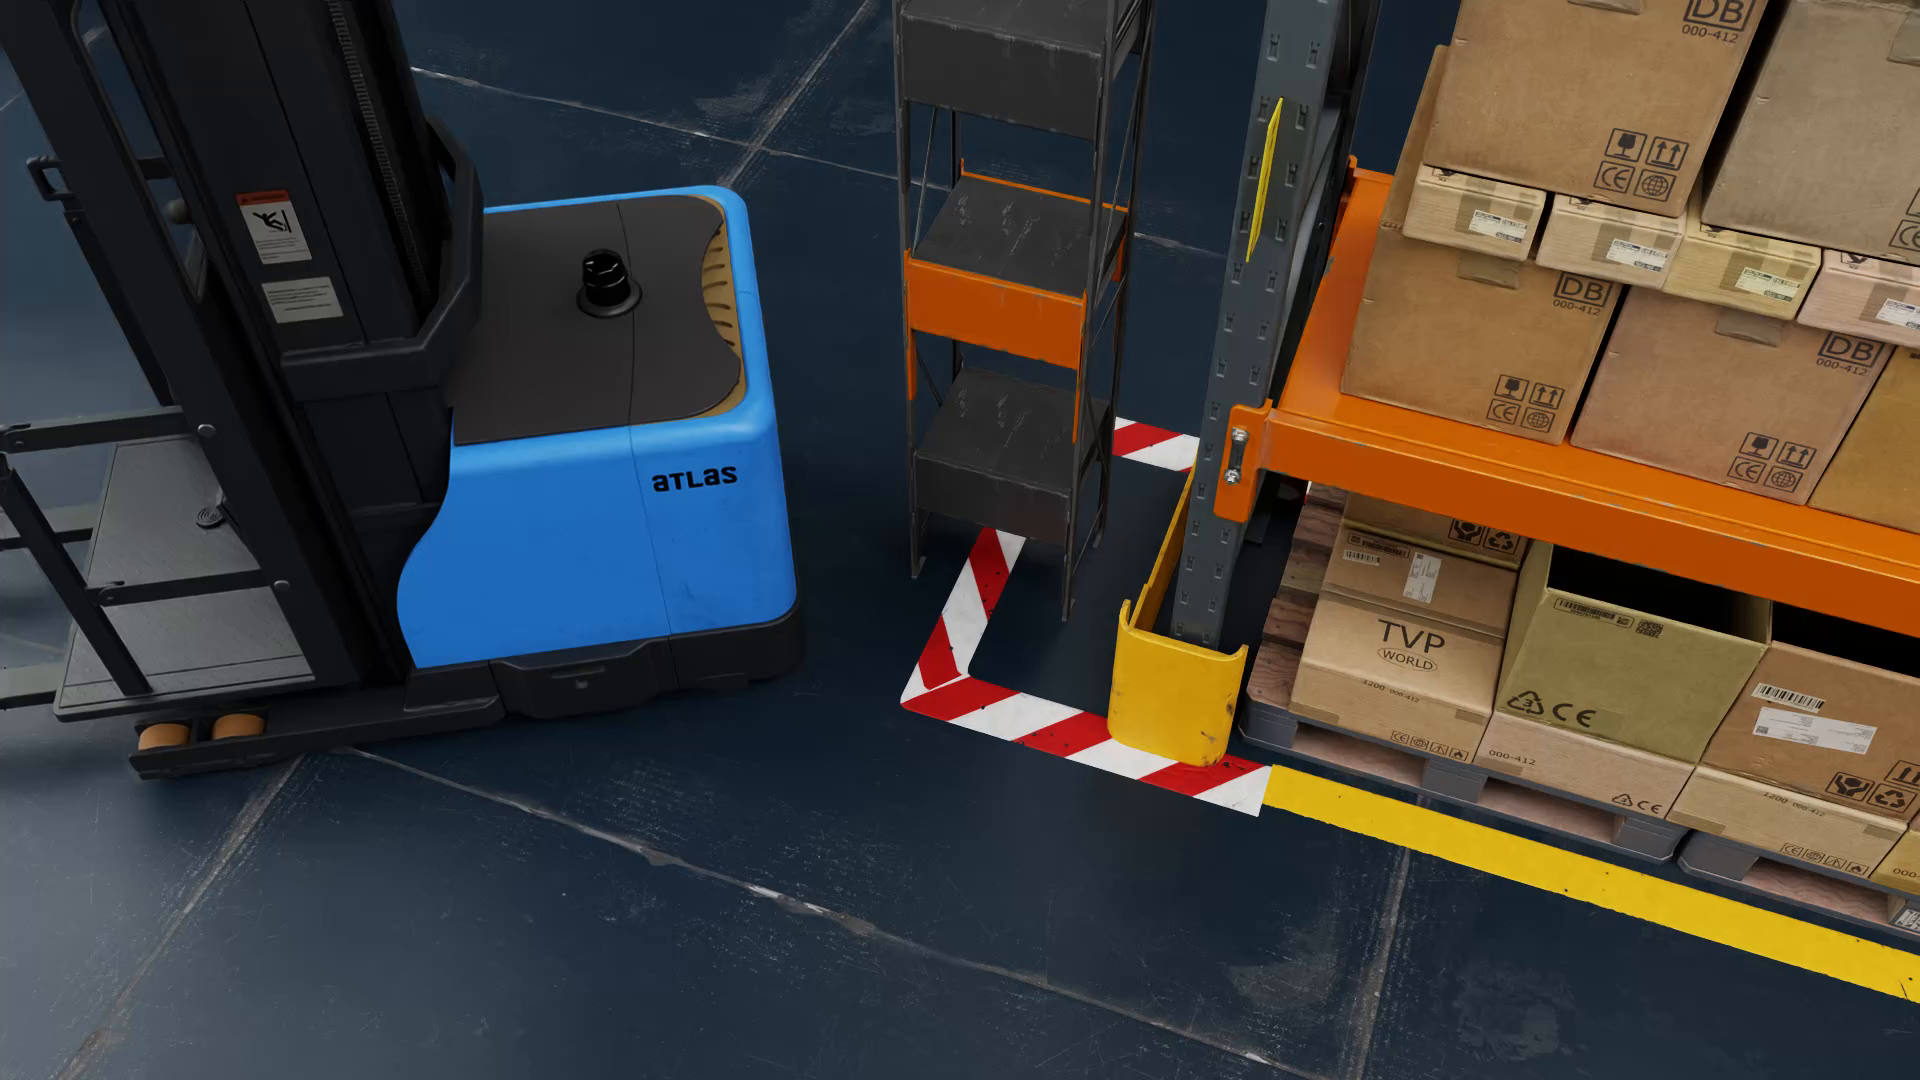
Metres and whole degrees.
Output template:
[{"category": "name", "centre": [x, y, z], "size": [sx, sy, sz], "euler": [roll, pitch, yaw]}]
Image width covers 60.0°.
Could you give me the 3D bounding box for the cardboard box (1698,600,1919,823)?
[{"category": "cardboard box", "centre": [2.160, 0.287, 4.062], "size": [0.500, 0.500, 0.500], "euler": [16, 51, 13]}]

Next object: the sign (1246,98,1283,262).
[{"category": "sign", "centre": [0.593, -0.698, 3.245], "size": [0.005, 0.325, 0.100], "euler": [16, 51, 13]}]

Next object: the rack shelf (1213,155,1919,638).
[{"category": "rack shelf", "centre": [2.667, -0.021, 3.759], "size": [4.000, 0.370, 1.077], "euler": [16, 51, 13]}]

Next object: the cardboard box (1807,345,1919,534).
[{"category": "cardboard box", "centre": [2.182, -0.413, 3.557], "size": [0.500, 0.500, 0.700], "euler": [16, 51, 13]}]

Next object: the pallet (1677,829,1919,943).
[{"category": "pallet", "centre": [2.663, 0.624, 4.569], "size": [1.213, 0.211, 1.003], "euler": [16, 51, 13]}]

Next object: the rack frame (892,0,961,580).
[{"category": "rack frame", "centre": [-0.074, -0.708, 4.474], "size": [0.015, 2.100, 0.400], "euler": [16, 51, 13]}]

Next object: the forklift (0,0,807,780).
[{"category": "forklift", "centre": [-2.015, -0.727, 3.941], "size": [3.031, 2.935, 1.130], "euler": [-7, 49, -6]}]

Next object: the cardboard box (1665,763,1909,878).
[{"category": "cardboard box", "centre": [2.156, 0.541, 4.338], "size": [0.500, 0.250, 0.500], "euler": [16, 51, 13]}]

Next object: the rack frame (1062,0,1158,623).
[{"category": "rack frame", "centre": [0.384, -0.580, 4.364], "size": [0.015, 2.100, 0.400], "euler": [16, 51, 13]}]

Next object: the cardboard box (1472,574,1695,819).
[{"category": "cardboard box", "centre": [1.687, 0.409, 4.452], "size": [0.500, 0.250, 0.500], "euler": [16, 51, 13]}]

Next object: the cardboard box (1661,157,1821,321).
[{"category": "cardboard box", "centre": [1.566, -0.636, 3.321], "size": [0.250, 0.149, 0.380], "euler": [16, 51, 13]}]

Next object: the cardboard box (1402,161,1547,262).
[{"category": "cardboard box", "centre": [1.084, -0.770, 3.437], "size": [0.250, 0.149, 0.380], "euler": [15, 51, 13]}]

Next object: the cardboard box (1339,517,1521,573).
[{"category": "cardboard box", "centre": [1.396, -0.086, 4.881], "size": [0.500, 0.250, 0.500], "euler": [16, 51, 13]}]

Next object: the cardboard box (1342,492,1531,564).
[{"category": "cardboard box", "centre": [1.397, -0.333, 4.599], "size": [0.500, 0.500, 0.500], "euler": [16, 51, 13]}]

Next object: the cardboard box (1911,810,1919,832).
[{"category": "cardboard box", "centre": [2.623, 0.430, 3.938], "size": [0.500, 0.500, 0.500], "euler": [16, 51, 13]}]

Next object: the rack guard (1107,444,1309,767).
[{"category": "rack guard", "centre": [0.768, 0.032, 4.891], "size": [0.348, 0.500, 1.175], "euler": [16, 51, 13]}]

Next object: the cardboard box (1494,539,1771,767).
[{"category": "cardboard box", "centre": [1.687, 0.165, 4.168], "size": [0.500, 0.500, 0.500], "euler": [16, 51, 13]}]

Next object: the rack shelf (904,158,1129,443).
[{"category": "rack shelf", "centre": [0.155, -0.635, 4.429], "size": [0.480, 0.518, 0.431], "euler": [16, 51, 13]}]

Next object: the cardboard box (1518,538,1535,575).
[{"category": "cardboard box", "centre": [1.870, 0.036, 4.775], "size": [0.500, 0.250, 0.500], "euler": [16, 51, 13]}]

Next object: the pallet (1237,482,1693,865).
[{"category": "pallet", "centre": [1.523, 0.304, 4.847], "size": [1.213, 0.211, 1.003], "euler": [16, 51, 13]}]

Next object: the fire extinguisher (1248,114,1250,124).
[{"category": "fire extinguisher", "centre": [0.841, -1.115, 4.283], "size": [0.183, 0.674, 0.296], "euler": [16, 51, 13]}]

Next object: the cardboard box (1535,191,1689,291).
[{"category": "cardboard box", "centre": [1.333, -0.703, 3.379], "size": [0.250, 0.149, 0.380], "euler": [14, 51, 12]}]

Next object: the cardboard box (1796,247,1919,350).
[{"category": "cardboard box", "centre": [1.802, -0.569, 3.263], "size": [0.250, 0.149, 0.380], "euler": [15, 51, 13]}]

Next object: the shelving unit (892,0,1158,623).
[{"category": "shelving unit", "centre": [0.155, -0.644, 4.419], "size": [0.503, 2.100, 0.431], "euler": [16, 51, 13]}]

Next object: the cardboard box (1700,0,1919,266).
[{"category": "cardboard box", "centre": [1.769, -0.959, 3.171], "size": [0.500, 0.500, 0.700], "euler": [14, 51, 12]}]

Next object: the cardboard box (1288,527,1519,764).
[{"category": "cardboard box", "centre": [1.217, 0.281, 4.563], "size": [0.500, 0.250, 0.500], "euler": [16, 51, 13]}]

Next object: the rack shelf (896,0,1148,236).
[{"category": "rack shelf", "centre": [0.155, -1.094, 3.900], "size": [0.480, 0.518, 0.431], "euler": [16, 51, 13]}]

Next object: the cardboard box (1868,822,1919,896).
[{"category": "cardboard box", "centre": [2.623, 0.675, 4.222], "size": [0.500, 0.250, 0.500], "euler": [16, 51, 13]}]

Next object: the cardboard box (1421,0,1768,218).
[{"category": "cardboard box", "centre": [1.274, -1.093, 3.287], "size": [0.500, 0.500, 0.700], "euler": [16, 51, 13]}]

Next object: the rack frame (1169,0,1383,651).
[{"category": "rack frame", "centre": [0.791, -0.780, 3.941], "size": [0.127, 3.000, 1.000], "euler": [16, 51, 13]}]

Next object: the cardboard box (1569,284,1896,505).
[{"category": "cardboard box", "centre": [1.719, -0.548, 3.673], "size": [0.500, 0.500, 0.700], "euler": [17, 51, 14]}]

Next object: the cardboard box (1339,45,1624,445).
[{"category": "cardboard box", "centre": [1.224, -0.682, 3.790], "size": [0.500, 0.500, 0.700], "euler": [16, 51, 13]}]

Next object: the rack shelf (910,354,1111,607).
[{"category": "rack shelf", "centre": [0.155, -0.177, 4.958], "size": [0.480, 0.518, 0.431], "euler": [16, 51, 13]}]
